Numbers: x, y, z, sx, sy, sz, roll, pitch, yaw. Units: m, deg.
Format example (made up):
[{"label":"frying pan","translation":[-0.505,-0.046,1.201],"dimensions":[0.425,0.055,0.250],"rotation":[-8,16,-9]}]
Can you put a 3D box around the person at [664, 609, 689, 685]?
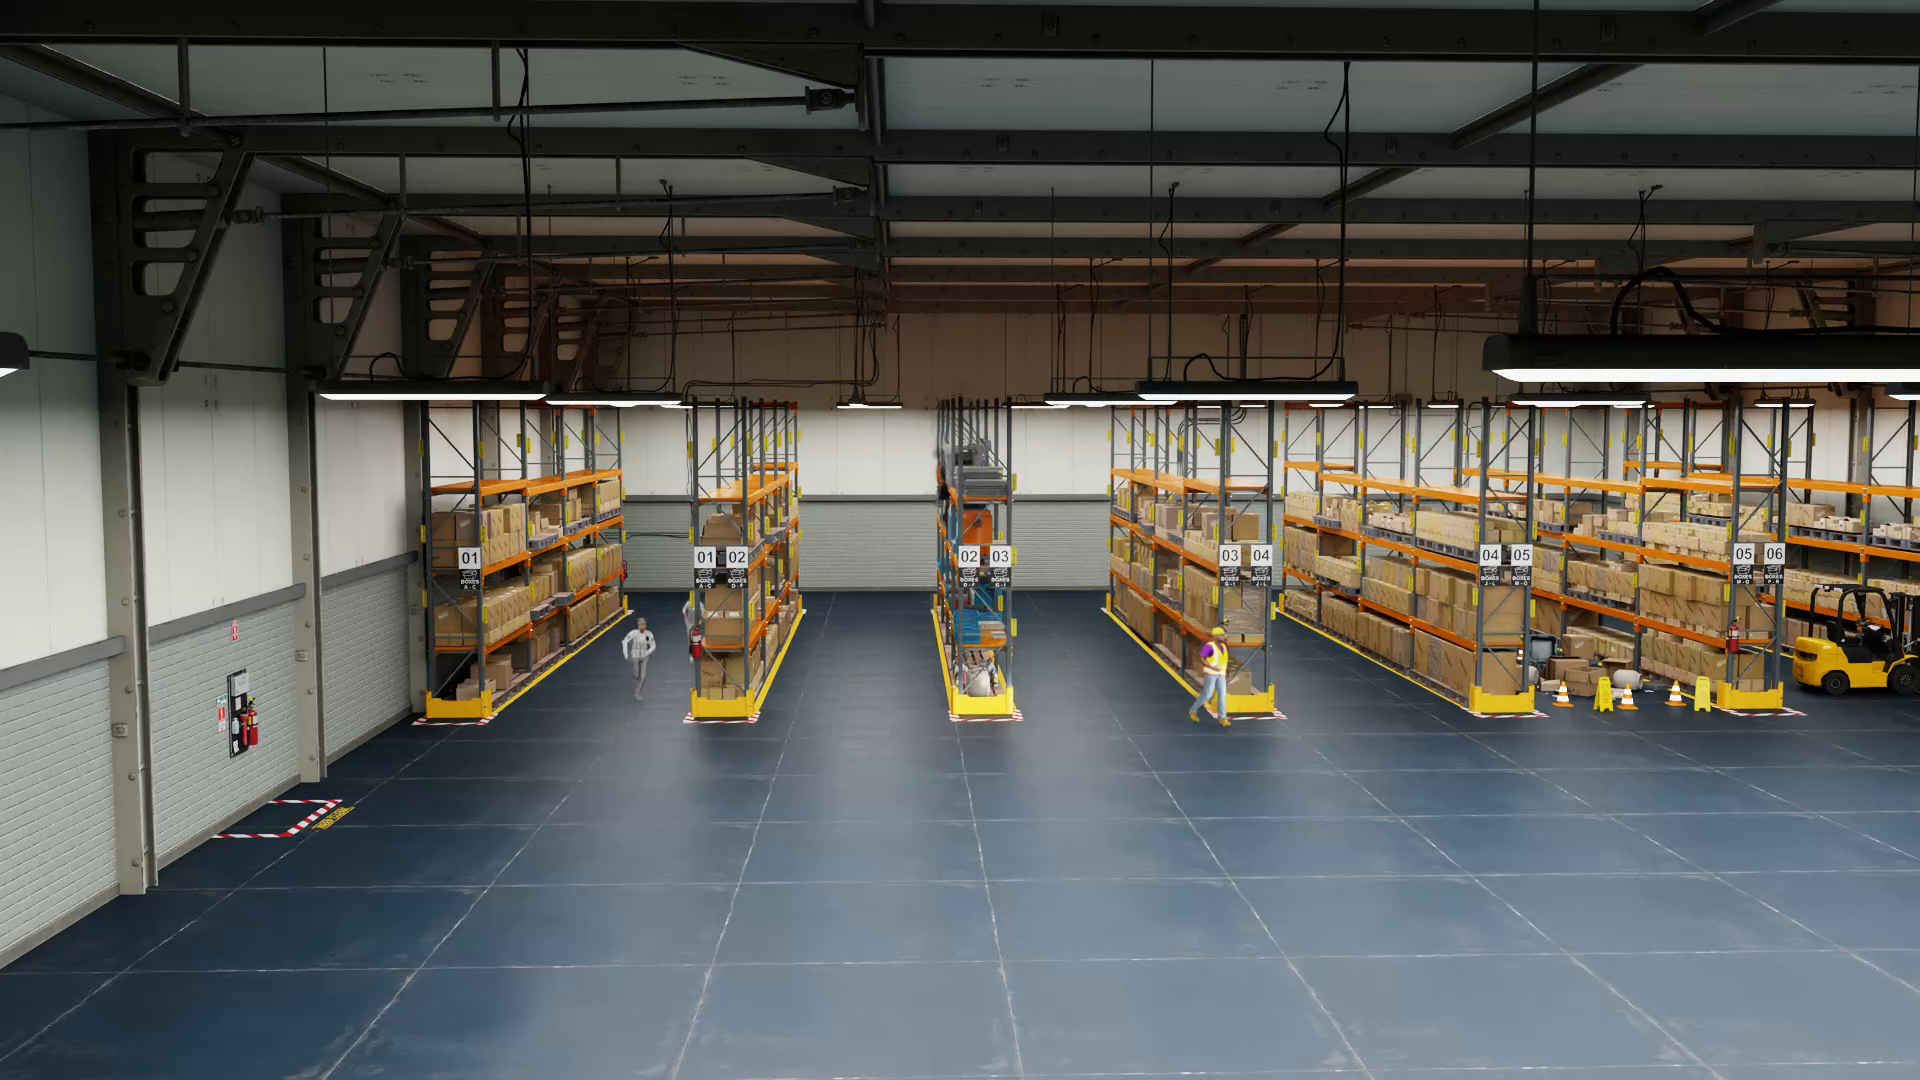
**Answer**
[{"label":"person","translation":[-5.976,2.234,35.064],"dimensions":[0.537,1.585,0.779],"rotation":[-1,4,-9]}]

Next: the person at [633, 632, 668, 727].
[{"label":"person","translation":[-5.632,2.537,30.573],"dimensions":[0.680,1.710,0.755],"rotation":[-2,5,-29]}]

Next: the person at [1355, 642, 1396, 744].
[{"label":"person","translation":[7.222,2.632,28.859],"dimensions":[0.770,1.755,0.691],"rotation":[4,6,41]}]

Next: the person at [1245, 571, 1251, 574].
[{"label":"person","translation":[8.389,1.136,48.486],"dimensions":[0.751,1.689,0.728],"rotation":[-4,6,-44]}]
